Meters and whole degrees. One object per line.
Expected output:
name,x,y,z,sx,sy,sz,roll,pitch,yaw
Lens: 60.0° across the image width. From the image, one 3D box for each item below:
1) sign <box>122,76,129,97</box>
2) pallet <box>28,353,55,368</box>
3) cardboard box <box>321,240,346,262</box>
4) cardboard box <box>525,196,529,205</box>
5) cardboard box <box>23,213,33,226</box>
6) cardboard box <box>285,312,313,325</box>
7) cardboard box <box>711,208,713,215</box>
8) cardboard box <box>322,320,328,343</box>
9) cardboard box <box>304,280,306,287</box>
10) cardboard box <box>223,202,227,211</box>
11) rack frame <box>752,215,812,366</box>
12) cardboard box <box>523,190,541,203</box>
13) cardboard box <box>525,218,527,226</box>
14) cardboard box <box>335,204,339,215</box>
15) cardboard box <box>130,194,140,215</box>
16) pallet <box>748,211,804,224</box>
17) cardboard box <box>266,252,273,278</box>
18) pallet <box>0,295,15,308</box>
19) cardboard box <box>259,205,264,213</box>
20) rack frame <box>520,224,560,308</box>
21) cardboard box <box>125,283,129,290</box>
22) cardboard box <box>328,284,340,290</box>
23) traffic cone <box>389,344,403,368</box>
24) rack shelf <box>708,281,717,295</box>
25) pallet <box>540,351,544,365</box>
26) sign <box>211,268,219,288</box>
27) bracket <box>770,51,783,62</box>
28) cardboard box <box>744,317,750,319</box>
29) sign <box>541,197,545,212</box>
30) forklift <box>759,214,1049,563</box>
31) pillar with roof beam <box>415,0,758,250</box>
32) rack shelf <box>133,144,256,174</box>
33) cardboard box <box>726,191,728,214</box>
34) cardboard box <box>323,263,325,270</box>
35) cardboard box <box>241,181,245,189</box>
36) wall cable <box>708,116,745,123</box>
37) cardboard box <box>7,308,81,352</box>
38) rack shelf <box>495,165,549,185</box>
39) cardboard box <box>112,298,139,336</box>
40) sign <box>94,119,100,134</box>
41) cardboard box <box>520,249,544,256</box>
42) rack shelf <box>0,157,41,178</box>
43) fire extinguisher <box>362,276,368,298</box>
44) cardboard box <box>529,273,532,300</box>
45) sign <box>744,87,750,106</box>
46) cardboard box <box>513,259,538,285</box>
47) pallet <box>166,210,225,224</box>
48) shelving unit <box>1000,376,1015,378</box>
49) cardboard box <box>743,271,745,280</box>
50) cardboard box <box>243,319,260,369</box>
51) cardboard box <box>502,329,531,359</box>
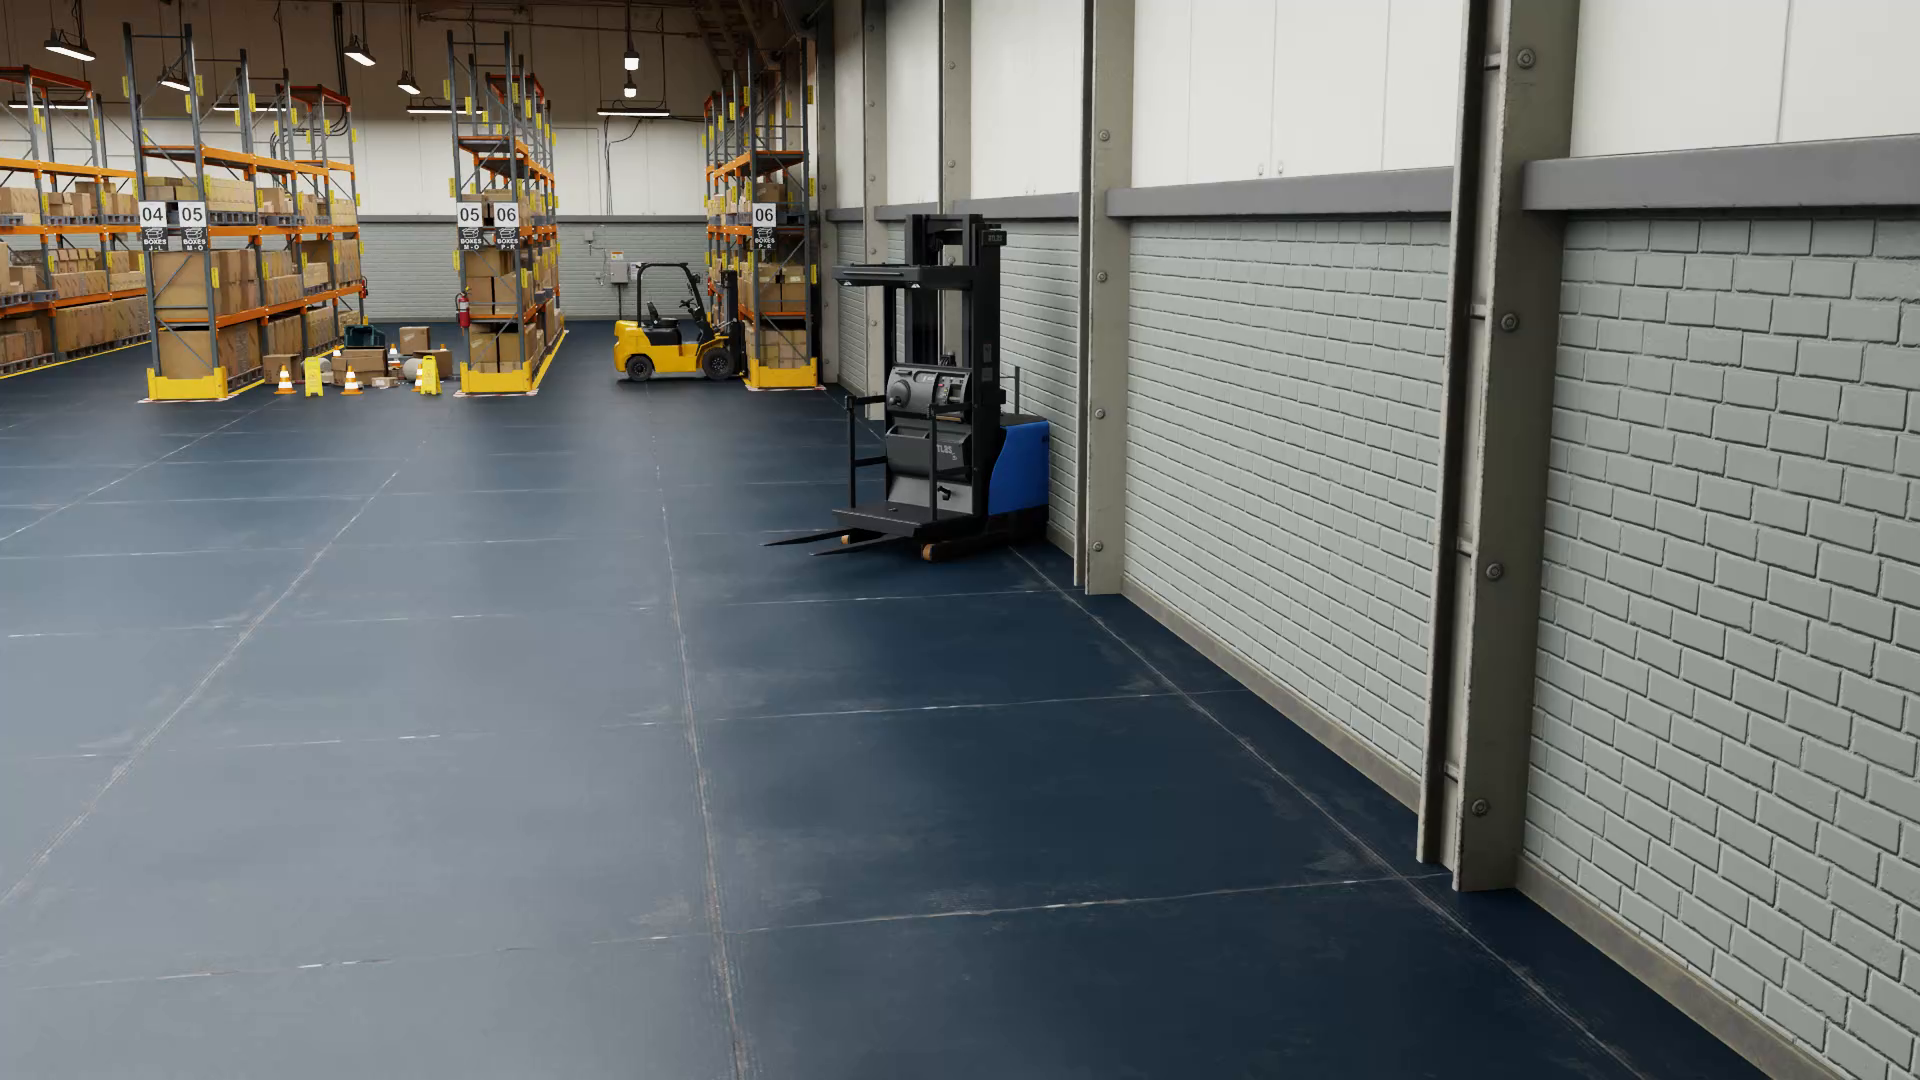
sign,-13.383,-7.276,26.702,0.100,0.325,0.005,-2,11,-11
pallet,-19.138,-3.641,33.813,1.003,0.211,1.213,-2,11,-11
cardboard box,-15.214,-7.015,40.349,0.500,0.500,0.500,-2,11,-10
cardboard box,-8.246,-6.334,31.021,0.380,0.149,0.250,-2,11,-9
cardboard box,-18.846,-6.385,33.153,0.500,0.250,0.500,-2,11,-11
cardboard box,-14.300,-4.798,35.991,0.500,0.250,0.500,-3,11,-14
cardboard box,-5.793,-7.917,40.080,0.380,0.149,0.250,-2,11,-10
cardboard box,-14.596,-4.713,37.550,0.500,0.500,0.500,-2,11,-12
cardboard box,-14.345,-5.537,35.869,0.380,0.149,0.250,-2,11,-8
cardboard box,-12.797,-5.714,28.506,0.380,0.149,0.250,-2,11,-11
rack frame,-3.144,-4.228,29.442,1.000,3.000,0.127,-2,11,-11
cardboard box,-8.617,-6.845,33.110,0.500,0.250,0.500,-2,11,-12
cardboard box,-8.243,-5.895,30.848,0.380,0.149,0.250,-2,11,-9
cardboard box,-15.132,-7.883,39.688,0.500,0.250,0.500,-2,11,-11
cardboard box,-20.691,-8.306,41.185,0.700,0.500,0.500,-3,11,-14
pallet,-3.256,-5.789,29.856,1.003,0.211,1.213,-2,11,-11
cardboard box,-13.928,-5.400,32.658,0.700,0.500,0.500,-2,11,-11
pallet,-18.517,-4.471,31.234,1.003,0.211,1.213,-2,11,-11
cardboard box,-13.584,-6.387,32.043,0.250,0.149,0.380,-2,11,-11
rack frame,-11.124,-6.982,43.908,1.000,3.000,0.127,-2,11,-11
cardboard box,-20.004,-6.022,39.539,0.380,0.149,0.250,-2,11,-12
cardboard box,-14.916,-5.990,39.369,0.380,0.149,0.250,-2,11,-9
traffic cone,-11.442,-3.728,33.598,0.336,0.463,0.334,-2,11,-11
rack shelf,-5.867,-6.443,43.000,1.077,0.370,4.000,-2,11,-11
pallet,-9.183,-3.778,34.533,1.003,0.211,1.213,-2,11,-11
sign,-12.302,-4.332,27.459,0.100,0.325,0.005,-2,11,-11
bracket,-3.829,-10.115,34.702,0.235,0.232,0.430,-2,11,-11
cardboard box,-4.457,-4.501,36.102,0.875,0.625,0.625,-2,11,-9
sign,-9.035,-7.261,35.972,0.100,0.325,0.005,-2,11,-11
forklift,-0.420,-1.352,14.516,1.130,2.935,3.031,10,14,41
pillar with roof beam,-10.119,-10.481,46.247,9.100,9.000,0.548,-2,11,-11
rack shelf,-13.237,-6.613,28.918,1.077,0.370,4.000,-2,11,-11
cardboard box,-4.798,-7.332,36.068,0.500,0.500,0.500,-2,11,-11
cardboard box,-14.859,-6.309,38.331,0.380,0.149,0.250,-2,11,-13
cardboard box,-13.096,-6.386,29.903,0.380,0.149,0.250,-2,11,-10
wall cable,-6.097,-13.924,49.462,2.988,3.039,0.133,-2,11,-11
cardboard box,-19.402,-4.444,35.134,1.225,0.875,0.875,-3,11,-14
rack shelf,-9.957,-8.278,37.670,1.077,0.370,4.000,-2,11,-11
cardboard box,-20.291,-5.339,39.838,0.875,0.875,0.875,-2,11,-11
sign,-19.537,-9.354,37.620,0.100,0.325,0.005,-2,11,-11
cardboard box,-9.424,-6.154,36.618,0.500,0.500,0.500,-2,11,-13
rack shelf,-18.900,-7.184,31.922,1.077,0.370,4.000,-2,11,-11
fire extinguisher,-15.556,-6.625,43.238,0.296,0.674,0.183,-2,11,-11
cardboard box,-8.247,-4.714,30.933,0.500,0.500,0.500,-2,11,-9
sign,-3.679,-7.656,28.697,0.100,0.325,0.005,-2,11,-11
cardboard box,-8.600,-5.279,32.775,0.500,0.500,0.500,-2,11,-10
pallet,-13.002,-5.414,27.888,1.003,0.211,1.213,-2,11,-11
shelving unit,0.218,-1.022,16.610,0.538,1.500,1.039,-2,11,-12
cardboard box,-3.963,-5.071,31.869,0.380,0.149,0.250,-2,11,-12
cardboard box,-13.572,-3.627,30.842,0.875,0.875,0.875,-2,11,-10
cardboard box,-8.009,-3.529,29.994,0.500,0.500,0.500,-3,11,-13
